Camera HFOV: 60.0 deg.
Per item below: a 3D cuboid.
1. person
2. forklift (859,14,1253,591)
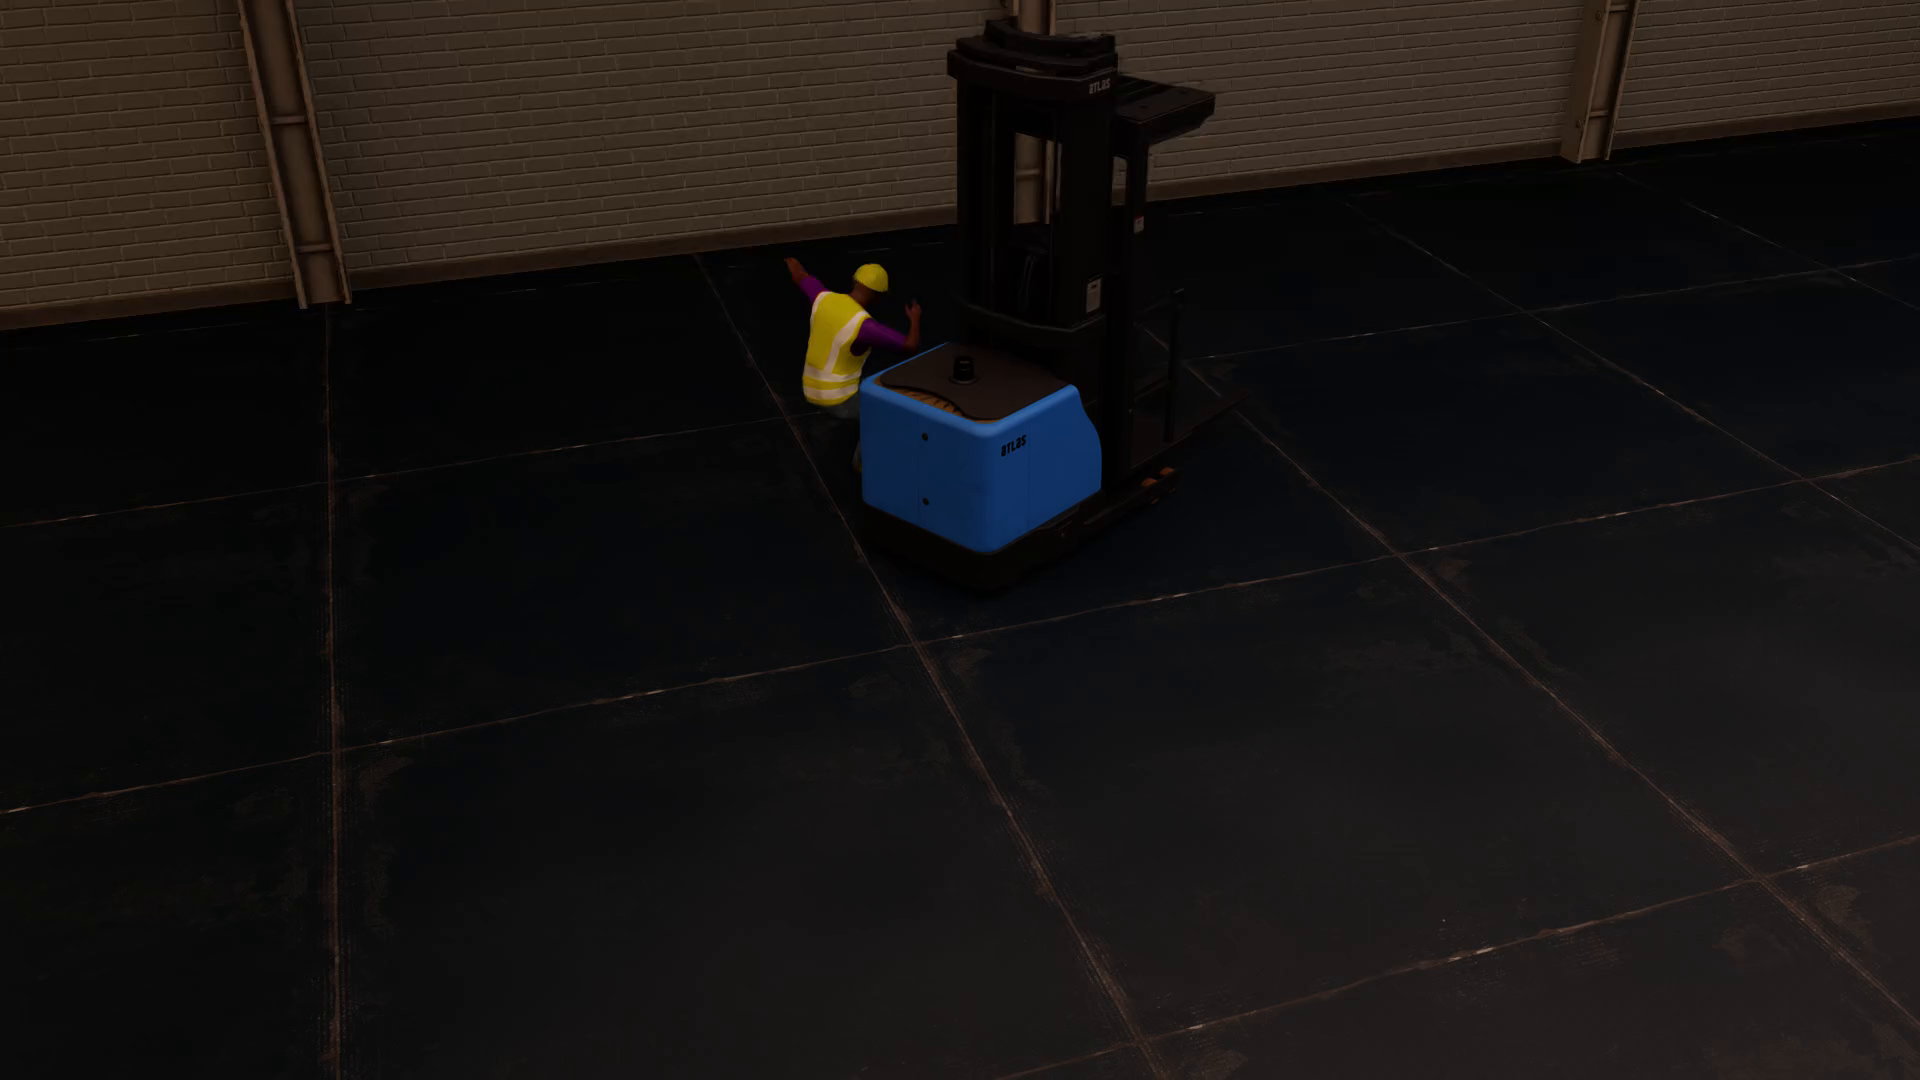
[{"bbox_3d":[-0.644,-1.079,10.467,0.793,1.446,1.595,-19,35,-30],"label":"person"},{"bbox_3d":[0.755,-1.640,9.938,1.130,2.935,3.031,24,37,35],"label":"forklift"}]
